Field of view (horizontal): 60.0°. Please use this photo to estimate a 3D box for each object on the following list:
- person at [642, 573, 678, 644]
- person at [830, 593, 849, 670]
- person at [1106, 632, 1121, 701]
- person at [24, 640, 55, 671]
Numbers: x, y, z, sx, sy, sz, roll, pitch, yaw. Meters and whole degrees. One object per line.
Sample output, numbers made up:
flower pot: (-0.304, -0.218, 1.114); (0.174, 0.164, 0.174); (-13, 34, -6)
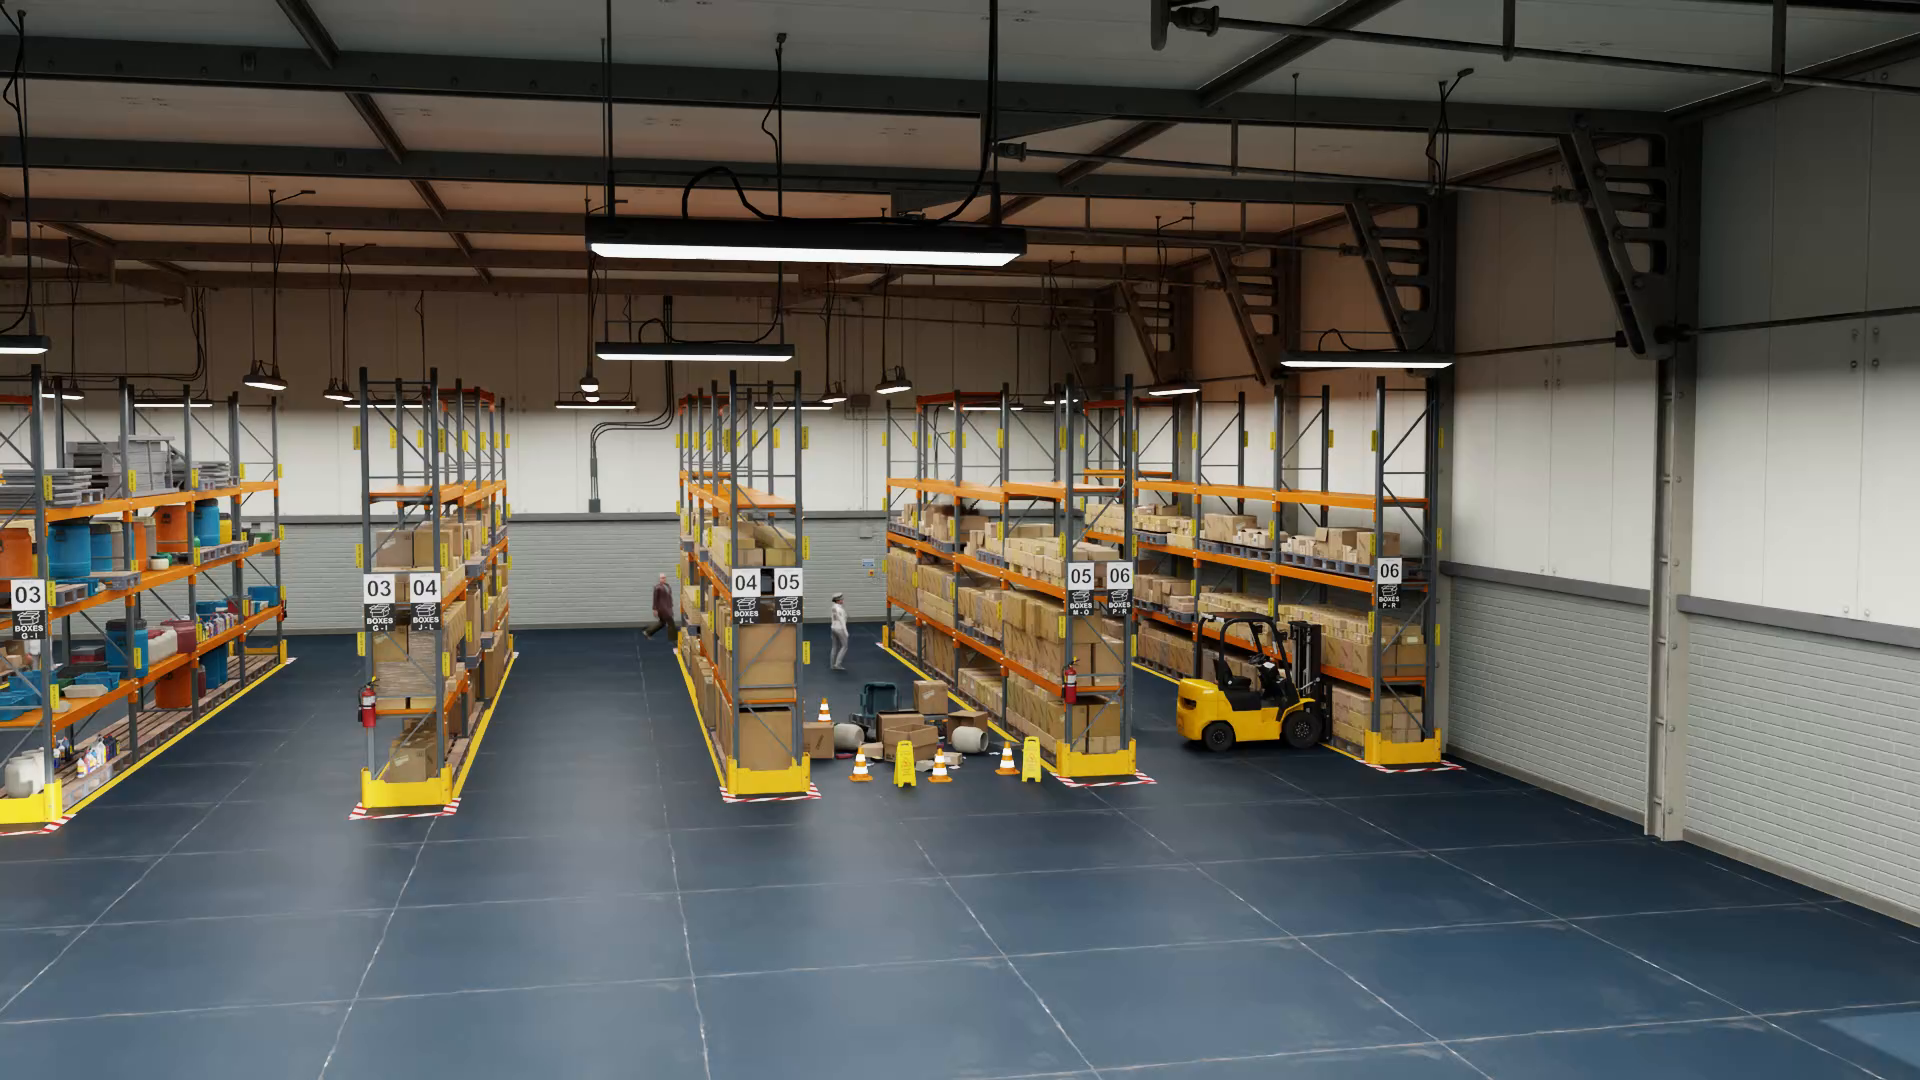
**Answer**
person: (-7.313, 1.688, 40.924); (1.014, 1.744, 0.523); (0, 3, -7)
person: (-2.637, 1.994, 36.303); (0.348, 1.681, 0.537); (-2, 4, -27)
person: (2.686, 2.422, 30.023); (0.454, 1.550, 0.911); (-1, 4, -20)
person: (-17.919, 2.224, 32.320); (0.491, 1.812, 0.565); (3, 5, 43)
